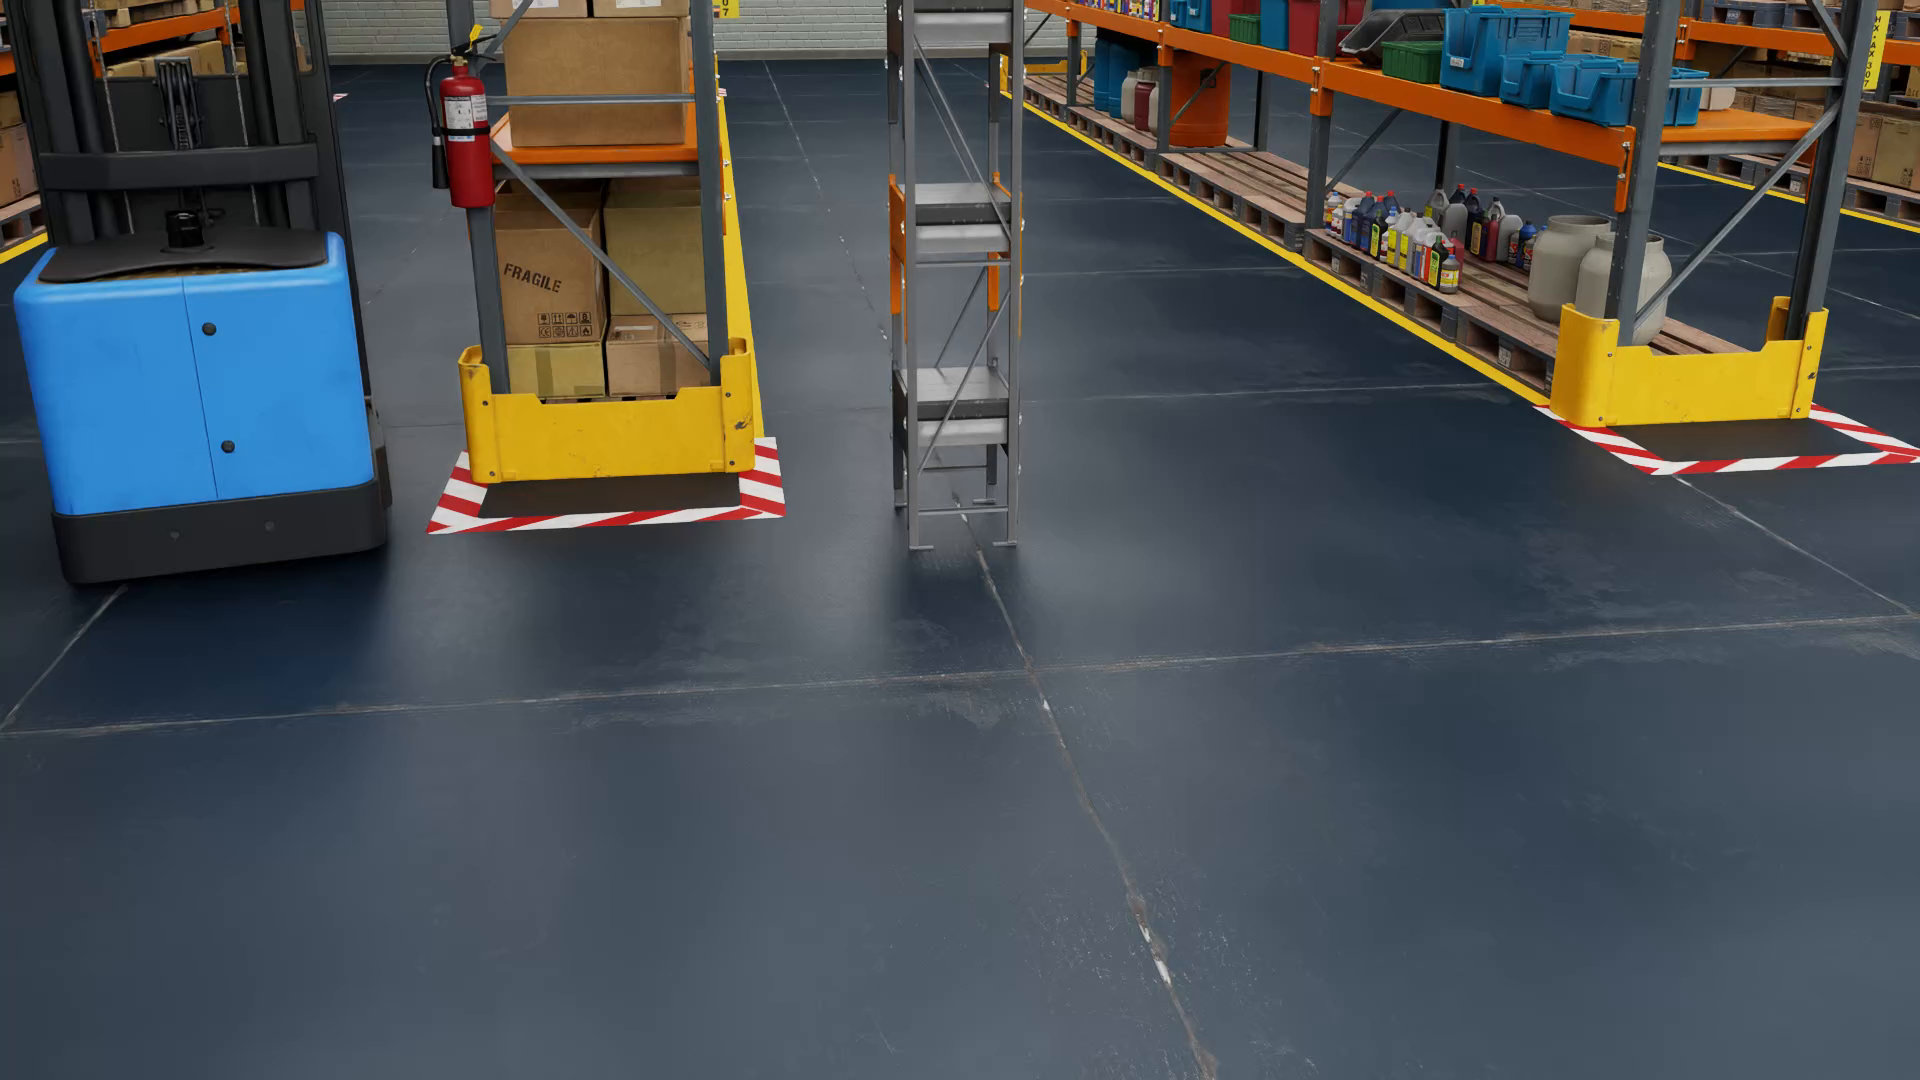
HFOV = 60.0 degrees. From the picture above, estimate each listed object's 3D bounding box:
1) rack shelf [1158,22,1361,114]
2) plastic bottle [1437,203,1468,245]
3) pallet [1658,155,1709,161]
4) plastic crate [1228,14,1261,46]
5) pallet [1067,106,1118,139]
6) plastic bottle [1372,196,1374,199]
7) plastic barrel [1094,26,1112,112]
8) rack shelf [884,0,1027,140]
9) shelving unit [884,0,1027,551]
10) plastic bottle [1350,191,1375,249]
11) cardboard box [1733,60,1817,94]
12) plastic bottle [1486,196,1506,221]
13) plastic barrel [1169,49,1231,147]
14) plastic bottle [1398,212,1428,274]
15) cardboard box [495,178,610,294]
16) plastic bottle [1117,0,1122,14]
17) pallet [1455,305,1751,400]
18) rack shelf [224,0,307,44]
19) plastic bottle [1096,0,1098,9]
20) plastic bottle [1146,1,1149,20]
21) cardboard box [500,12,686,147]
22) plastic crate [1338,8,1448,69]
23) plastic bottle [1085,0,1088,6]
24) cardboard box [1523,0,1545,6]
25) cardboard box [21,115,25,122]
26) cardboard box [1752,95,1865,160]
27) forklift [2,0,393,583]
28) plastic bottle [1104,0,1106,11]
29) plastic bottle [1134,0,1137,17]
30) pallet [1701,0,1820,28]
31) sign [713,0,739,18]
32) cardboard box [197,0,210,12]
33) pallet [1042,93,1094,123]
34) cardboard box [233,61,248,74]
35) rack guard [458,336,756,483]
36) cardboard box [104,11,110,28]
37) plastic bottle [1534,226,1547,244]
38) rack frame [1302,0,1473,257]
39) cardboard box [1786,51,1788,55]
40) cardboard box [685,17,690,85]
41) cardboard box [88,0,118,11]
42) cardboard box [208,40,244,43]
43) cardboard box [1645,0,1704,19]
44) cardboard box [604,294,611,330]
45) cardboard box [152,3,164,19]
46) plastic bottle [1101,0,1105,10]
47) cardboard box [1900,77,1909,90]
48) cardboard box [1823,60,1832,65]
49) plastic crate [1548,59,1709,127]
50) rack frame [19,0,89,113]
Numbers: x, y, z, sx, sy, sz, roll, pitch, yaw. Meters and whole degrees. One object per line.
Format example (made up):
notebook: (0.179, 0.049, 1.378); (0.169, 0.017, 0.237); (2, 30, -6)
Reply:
rack shelf: (2.571, -3.721, 12.921); (1.077, 0.370, 4.000); (-3, 21, -8)
plastic bottle: (3.122, -2.005, 10.561); (0.152, 0.276, 0.135); (-3, 21, -8)
pallet: (7.145, -3.971, 16.547); (1.003, 0.211, 1.213); (-3, 21, -8)
plastic crate: (2.329, -3.855, 12.554); (0.450, 0.188, 0.662); (-3, 21, -8)
pallet: (1.776, -4.560, 18.124); (1.003, 0.211, 1.213); (-3, 21, -8)
plastic bottle: (2.651, -2.062, 10.703); (0.061, 0.283, 0.133); (-3, 21, -8)
plastic barrel: (1.768, -5.160, 18.144); (0.600, 0.901, 0.708); (-3, 21, -8)
rack shelf: (-0.024, -1.684, 5.762); (0.431, 0.518, 0.480); (-3, 21, -8)
shelving unit: (-0.024, -1.041, 6.002); (0.431, 2.100, 0.503); (-3, 21, -8)
plastic bottle: (2.565, -2.031, 10.523); (0.144, 0.351, 0.185); (-2, 21, -6)
cardboard box: (7.310, -4.156, 14.930); (0.500, 0.250, 0.500); (-2, 21, -6)
plastic bottle: (3.312, -1.944, 10.292); (0.144, 0.351, 0.185); (-3, 21, -8)
plastic barrel: (2.195, -4.099, 15.406); (0.600, 0.830, 0.708); (-3, 21, -8)
plastic bottle: (2.680, -1.754, 9.781); (0.144, 0.351, 0.185); (-2, 21, -6)
cardboard box: (-1.997, -1.508, 8.226); (0.500, 0.500, 0.500); (-3, 21, -8)
plastic bottle: (1.592, -5.321, 16.341); (0.061, 0.283, 0.133); (-3, 21, -8)
pallet: (3.267, -0.980, 8.539); (1.003, 0.211, 1.213); (-3, 21, -8)
rack shelf: (-8.386, -5.991, 18.999); (1.077, 0.370, 4.000); (-3, 21, -8)
plastic bottle: (1.466, -5.627, 17.280); (0.097, 0.201, 0.097); (0, 20, 0)
plastic bottle: (1.771, -4.897, 15.324); (0.097, 0.201, 0.097); (0, 20, 0)
cardboard box: (-1.521, -1.941, 6.984); (0.700, 0.500, 0.500); (-3, 21, -8)
plastic crate: (2.809, -3.149, 10.449); (0.767, 0.338, 0.504); (-3, 21, -8)
plastic bottle: (1.391, -5.809, 17.766); (0.097, 0.201, 0.097); (0, 20, 0)
cardboard box: (6.500, -6.086, 18.082); (0.500, 0.500, 0.500); (-3, 21, -8)
cardboard box: (-7.365, -3.040, 13.011); (0.700, 0.500, 0.500); (-3, 21, -7)
cardboard box: (7.393, -3.613, 14.547); (0.700, 0.500, 0.500); (-5, 21, -12)
forklift: (-3.058, -1.708, 6.600); (1.130, 2.935, 3.031); (-7, 22, -19)
plastic bottle: (1.519, -5.501, 16.941); (0.097, 0.201, 0.097); (0, 20, 0)
plastic bottle: (1.700, -5.066, 15.775); (0.097, 0.201, 0.097); (0, 20, 0)
pallet: (7.392, -4.669, 14.705); (1.213, 0.211, 1.003); (-3, 21, -8)
sign: (-0.916, -2.201, 6.471); (0.100, 0.325, 0.005); (-3, 21, -8)
cardboard box: (-7.709, -5.339, 16.554); (0.380, 0.149, 0.250); (-3, 21, -7)
pallet: (1.562, -5.082, 19.521); (1.003, 0.211, 1.213); (-3, 21, -8)
cardboard box: (-8.104, -4.926, 18.090); (0.700, 0.500, 0.500); (-3, 21, -7)
rack guard: (-1.463, -0.553, 6.982); (1.175, 0.500, 0.348); (-3, 21, -8)
cardboard box: (-7.367, -4.356, 13.923); (0.380, 0.149, 0.250); (-3, 21, -7)
plastic bottle: (3.419, -1.706, 9.766); (0.097, 0.271, 0.097); (0, 20, 0)
rack frame: (2.859, -3.366, 10.941); (1.000, 3.000, 0.127); (-3, 21, -8)
cardboard box: (10.902, -6.472, 21.882); (0.380, 0.149, 0.250); (-3, 21, -7)
cardboard box: (-1.890, -2.829, 9.359); (0.700, 0.500, 0.500); (-3, 21, -8)
cardboard box: (-7.338, -4.628, 13.723); (0.500, 0.500, 0.500); (-2, 21, -6)
cardboard box: (-8.505, -5.708, 19.256); (0.380, 0.149, 0.250); (-3, 21, -7)
cardboard box: (6.868, -5.206, 15.724); (0.500, 0.500, 0.500); (-2, 21, -6)
cardboard box: (-1.920, -0.984, 7.894); (0.500, 0.250, 0.500); (-3, 21, -8)
cardboard box: (-7.602, -4.890, 15.353); (0.380, 0.149, 0.250); (-2, 21, -6)
plastic bottle: (1.529, -5.577, 17.040); (0.152, 0.276, 0.135); (-3, 21, -8)
cardboard box: (11.796, -5.604, 20.408); (0.380, 0.149, 0.250); (-4, 21, -10)
cardboard box: (11.124, -5.971, 20.965); (0.380, 0.149, 0.250); (-3, 21, -7)
plastic crate: (3.068, -2.069, 7.682); (0.499, 0.251, 0.616); (-3, 21, -8)
rack frame: (-7.521, -4.251, 13.311); (1.000, 3.000, 0.127); (-3, 21, -8)
